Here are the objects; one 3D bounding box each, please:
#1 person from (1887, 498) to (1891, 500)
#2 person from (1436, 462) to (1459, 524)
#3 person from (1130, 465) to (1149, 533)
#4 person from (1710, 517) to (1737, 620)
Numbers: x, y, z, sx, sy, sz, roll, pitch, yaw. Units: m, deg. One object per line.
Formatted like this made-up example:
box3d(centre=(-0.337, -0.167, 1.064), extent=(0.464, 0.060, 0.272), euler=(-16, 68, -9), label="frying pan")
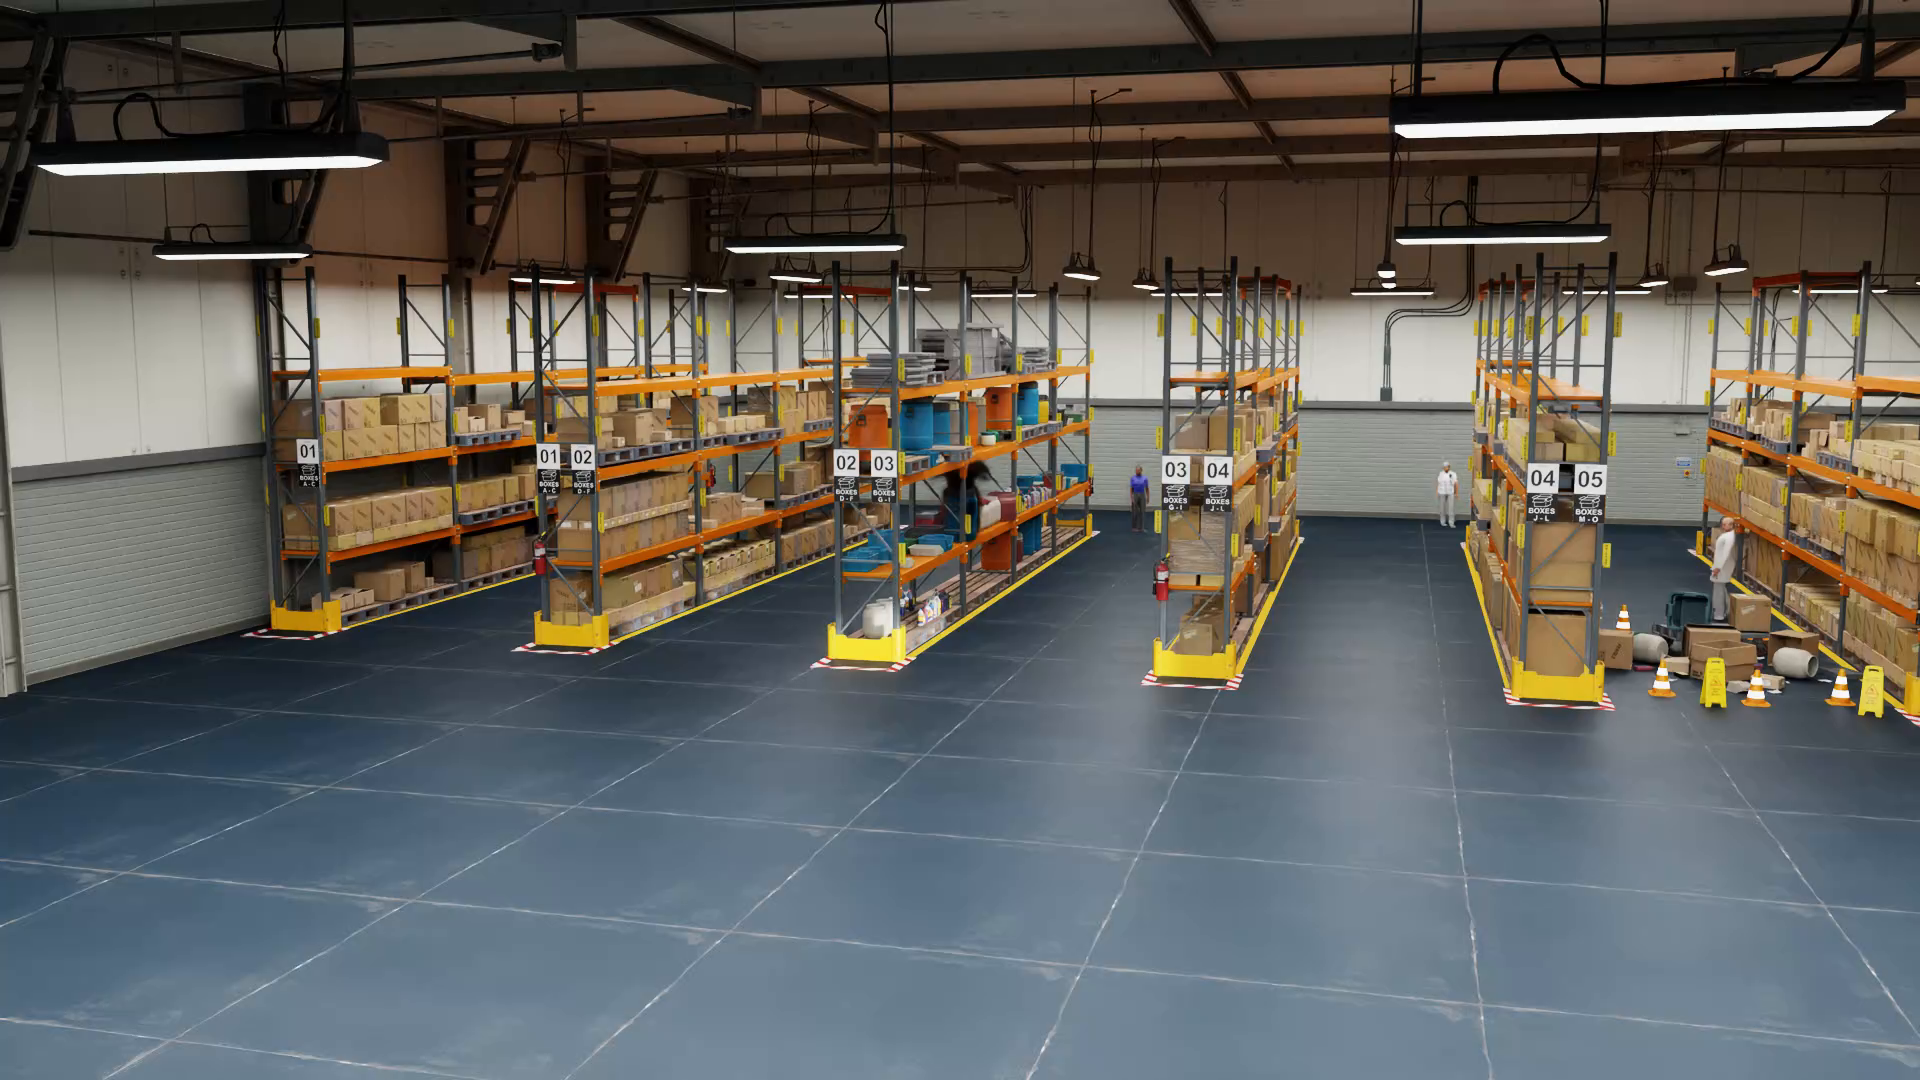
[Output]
box3d(centre=(18.485, -0.036, 33.076), extent=(0.415, 1.724, 0.582), euler=(4, 8, 28), label="person")
box3d(centre=(12.367, -1.201, 42.206), extent=(0.556, 1.582, 0.454), euler=(2, 7, 13), label="person")
box3d(centre=(4.428, -1.018, 41.114), extent=(0.470, 1.669, 0.416), euler=(-2, 8, -15), label="person")
box3d(centre=(13.098, 0.495, 28.628), extent=(0.519, 1.795, 0.619), euler=(7, 10, 44), label="person")
